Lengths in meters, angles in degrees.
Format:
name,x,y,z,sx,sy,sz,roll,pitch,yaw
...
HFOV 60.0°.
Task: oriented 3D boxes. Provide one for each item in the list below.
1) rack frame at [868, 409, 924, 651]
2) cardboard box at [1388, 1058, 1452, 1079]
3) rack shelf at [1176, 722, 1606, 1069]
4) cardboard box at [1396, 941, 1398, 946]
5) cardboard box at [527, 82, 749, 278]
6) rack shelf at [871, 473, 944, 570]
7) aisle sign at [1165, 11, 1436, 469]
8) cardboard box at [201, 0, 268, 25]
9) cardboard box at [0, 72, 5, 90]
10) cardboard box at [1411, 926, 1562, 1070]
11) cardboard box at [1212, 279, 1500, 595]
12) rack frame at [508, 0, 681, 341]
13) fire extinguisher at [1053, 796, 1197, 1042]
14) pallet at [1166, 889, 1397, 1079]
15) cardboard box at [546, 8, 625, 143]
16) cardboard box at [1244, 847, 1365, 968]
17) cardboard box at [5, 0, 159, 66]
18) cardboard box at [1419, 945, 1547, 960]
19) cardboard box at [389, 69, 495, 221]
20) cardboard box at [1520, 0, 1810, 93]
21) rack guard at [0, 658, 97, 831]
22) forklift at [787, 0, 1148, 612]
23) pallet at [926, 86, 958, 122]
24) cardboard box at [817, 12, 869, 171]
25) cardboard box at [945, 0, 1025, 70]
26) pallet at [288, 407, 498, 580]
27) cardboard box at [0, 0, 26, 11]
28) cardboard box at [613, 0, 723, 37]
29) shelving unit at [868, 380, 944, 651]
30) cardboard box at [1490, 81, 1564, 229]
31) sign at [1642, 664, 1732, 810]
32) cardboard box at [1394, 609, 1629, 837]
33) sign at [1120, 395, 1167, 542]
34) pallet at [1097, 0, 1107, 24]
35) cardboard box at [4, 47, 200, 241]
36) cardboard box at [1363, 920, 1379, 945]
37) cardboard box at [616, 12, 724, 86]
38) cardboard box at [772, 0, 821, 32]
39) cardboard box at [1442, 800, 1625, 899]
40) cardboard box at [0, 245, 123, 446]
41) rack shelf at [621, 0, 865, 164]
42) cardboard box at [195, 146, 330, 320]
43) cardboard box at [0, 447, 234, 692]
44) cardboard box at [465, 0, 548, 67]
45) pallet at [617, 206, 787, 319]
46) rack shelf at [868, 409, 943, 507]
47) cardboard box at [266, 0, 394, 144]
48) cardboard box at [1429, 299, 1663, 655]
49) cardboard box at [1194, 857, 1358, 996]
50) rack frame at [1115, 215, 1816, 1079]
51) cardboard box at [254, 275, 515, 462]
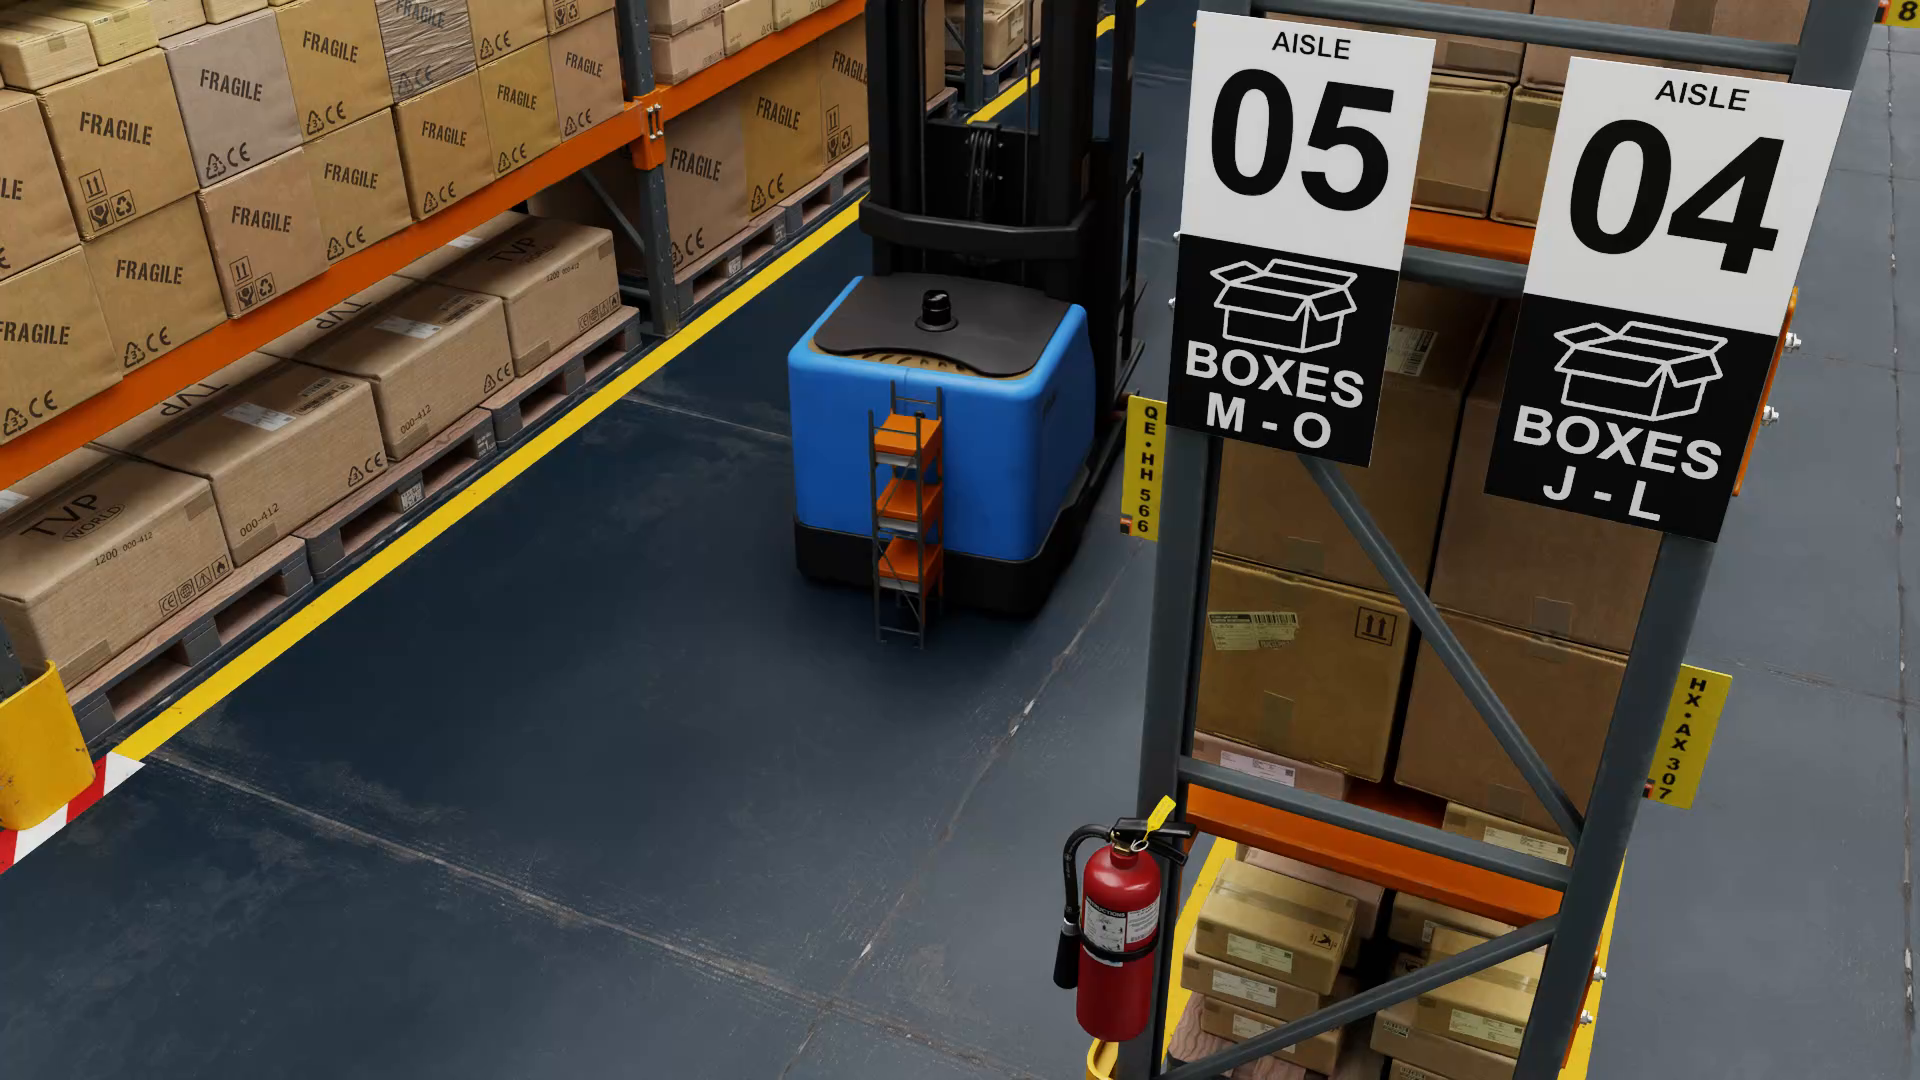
name,x,y,z,sx,sy,sz,roll,pitch,yaw
rack frame,-0.238,-0.019,6.322,0.200,1.050,0.008,10,34,14
cardboard box,1.388,1.442,4.533,0.380,0.149,0.250,15,36,21
rack shelf,1.714,-0.083,5.296,1.077,0.370,4.000,14,36,20
cardboard box,1.520,1.167,4.951,0.380,0.149,0.250,15,36,21
cardboard box,-1.800,-2.079,9.240,0.875,0.875,0.875,15,36,22
rack shelf,-0.202,-0.074,6.425,0.215,0.259,0.240,10,34,14
aisle sign,0.575,-0.507,2.917,0.394,0.787,0.004,14,36,20
cardboard box,-2.705,-1.960,5.909,0.380,0.149,0.250,15,36,21
cardboard box,-3.216,-1.464,5.152,0.380,0.149,0.250,15,36,22
cardboard box,1.405,1.197,4.363,0.380,0.149,0.250,13,35,18
cardboard box,0.843,-0.257,3.632,0.500,0.500,0.500,13,36,20
rack frame,-1.987,-2.465,8.273,1.000,3.000,0.127,14,36,20
fire extinguisher,0.353,0.821,3.674,0.296,0.674,0.183,14,36,20
pallet,1.281,1.344,5.007,1.003,0.211,1.213,14,36,20
cardboard box,-1.949,-2.217,7.804,0.500,0.500,0.500,15,36,21
cardboard box,0.997,1.059,4.846,0.380,0.149,0.250,13,36,19
cardboard box,-2.909,-1.702,5.516,0.380,0.149,0.250,13,35,19
cardboard box,1.496,1.179,4.661,0.380,0.149,0.250,14,36,20
cardboard box,-2.356,-1.706,7.025,0.500,0.500,0.500,14,36,20
cardboard box,1.301,-0.952,2.912,0.500,0.250,0.500,15,36,21
rack guard,-3.671,0.585,5.902,1.175,0.500,0.348,14,36,20
forklift,0.241,-1.739,7.228,1.130,2.935,3.031,10,34,14
pallet,-0.712,-2.915,11.504,1.003,0.211,1.213,14,36,20
cardboard box,-1.055,-2.976,10.607,0.875,0.875,0.875,15,36,21
cardboard box,-0.068,-3.813,12.343,0.950,0.372,0.625,12,35,17
pallet,-2.885,-0.328,7.558,1.003,0.211,1.213,14,36,20
cardboard box,-3.434,-1.824,5.702,0.380,0.149,0.250,15,36,22
cardboard box,-1.547,-2.766,8.413,0.500,0.250,0.500,13,35,19
shelving unit,-0.202,-0.083,6.419,0.215,1.050,0.252,10,34,14
cardboard box,1.298,-0.744,3.050,0.500,0.250,0.500,15,36,22
sign,1.371,0.375,3.153,0.100,0.325,0.005,14,36,20
cardboard box,1.316,0.286,3.715,0.500,0.500,0.500,16,36,23
sign,0.382,-0.141,3.385,0.100,0.325,0.005,14,36,20
pallet,0.526,-4.285,13.593,1.003,0.211,1.213,14,36,20
cardboard box,-2.991,-1.365,5.593,0.500,0.500,0.500,13,35,19
cardboard box,1.113,1.056,5.121,0.380,0.149,0.250,14,36,20
cardboard box,-1.563,-2.561,8.556,0.500,0.250,0.500,13,36,19
cardboard box,-1.119,-3.070,9.334,0.500,0.250,0.500,14,36,20
cardboard box,1.311,0.632,3.780,0.380,0.149,0.250,14,36,20
cardboard box,-3.199,-0.688,5.472,0.500,0.500,0.500,14,36,20
rack shelf,-1.150,-3.160,9.990,1.077,0.370,4.000,14,36,20
cardboard box,-2.784,-1.195,6.246,0.500,0.500,0.500,14,36,20
cardboard box,-3.475,0.072,6.359,0.875,0.438,0.875,13,35,19
cardboard box,-2.153,-2.375,7.134,0.500,0.500,0.500,14,36,20
pallet,-1.733,-1.700,9.650,1.003,0.211,1.213,14,36,20
rack shelf,-0.202,-0.311,6.269,0.215,0.259,0.240,10,34,14
cardboard box,-2.575,-1.872,6.366,0.500,0.500,0.500,14,36,21
cardboard box,1.307,-0.134,3.445,0.500,0.500,0.500,14,36,20
cardboard box,0.869,1.059,4.574,0.380,0.149,0.250,15,36,21
rack frame,0.878,0.613,3.580,1.000,3.000,0.127,14,36,20
cardboard box,-2.721,-0.835,7.741,0.875,0.438,0.875,13,35,19
